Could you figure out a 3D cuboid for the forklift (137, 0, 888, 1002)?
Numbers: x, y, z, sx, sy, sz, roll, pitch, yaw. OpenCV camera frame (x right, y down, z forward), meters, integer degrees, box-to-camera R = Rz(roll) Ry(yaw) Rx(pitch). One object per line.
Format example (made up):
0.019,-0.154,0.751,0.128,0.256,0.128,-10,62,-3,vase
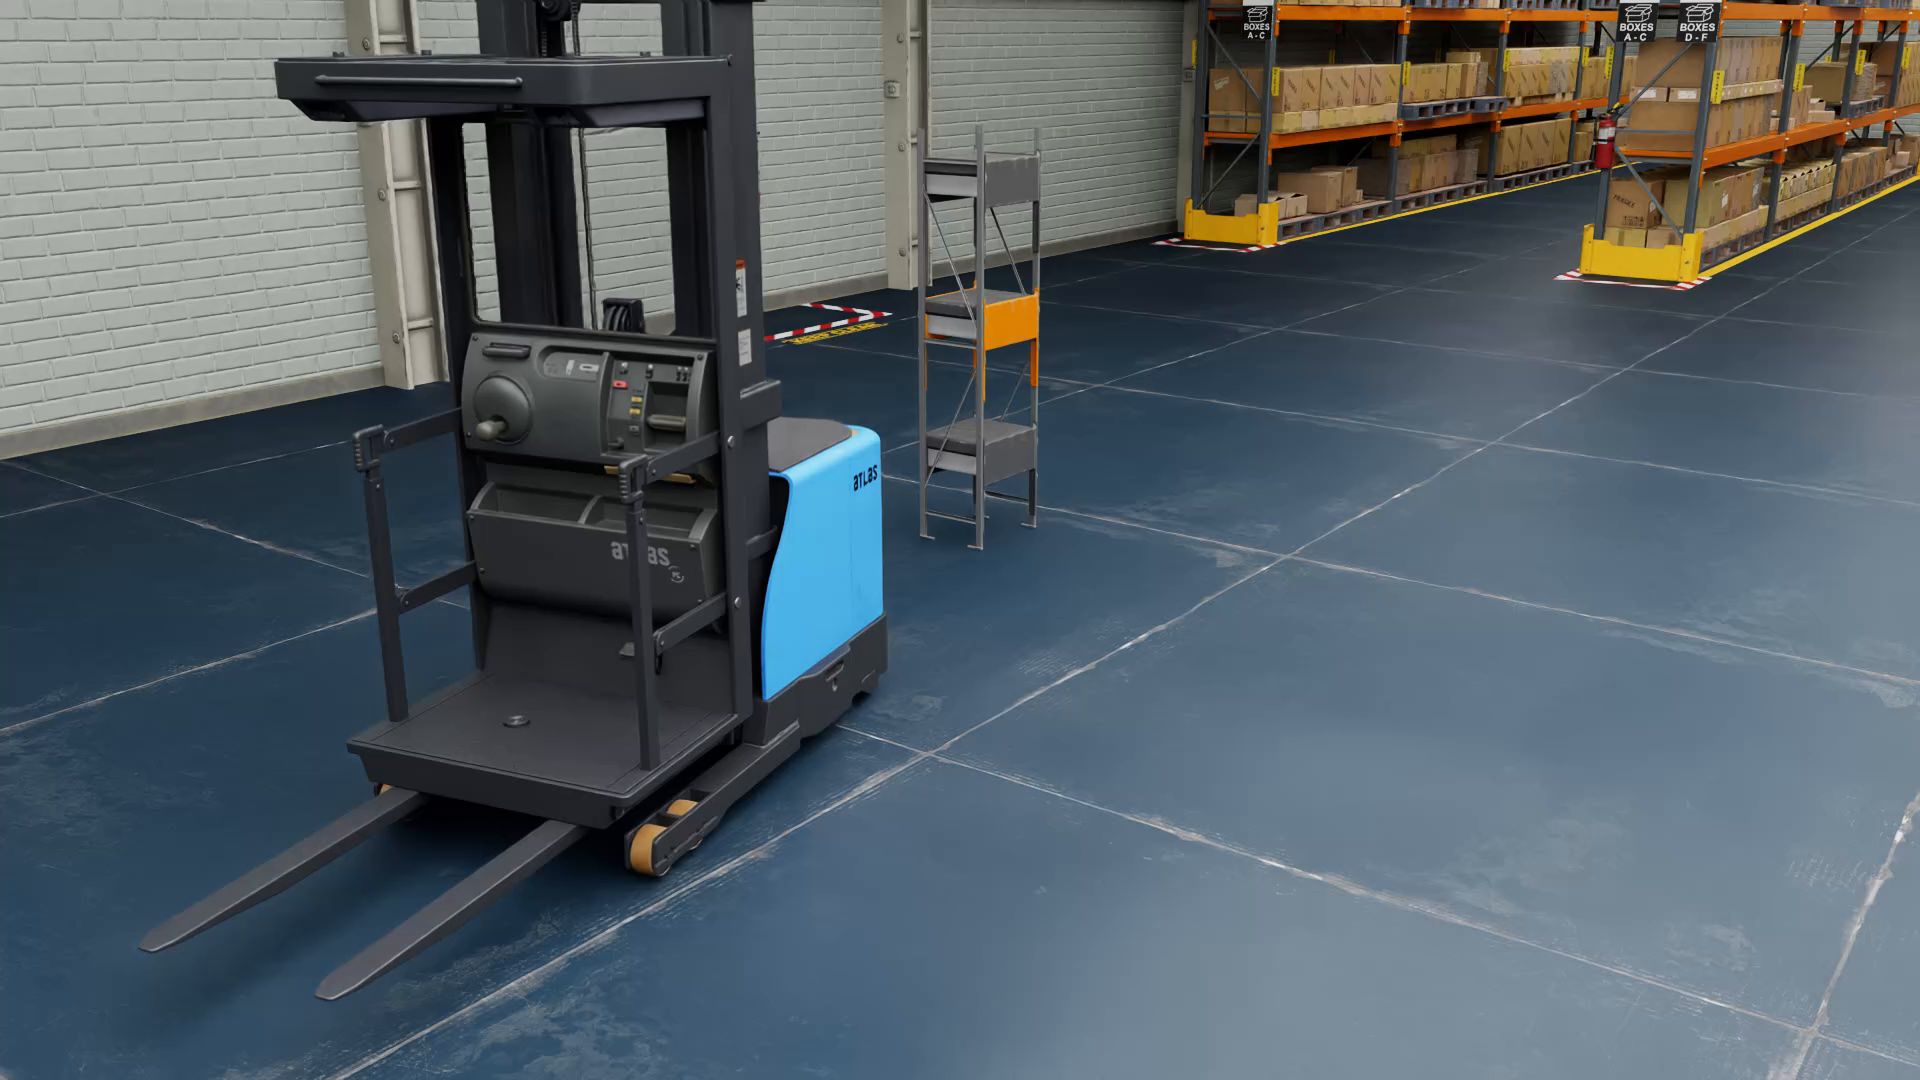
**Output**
-1.328,-0.470,5.314,1.130,2.935,3.031,7,19,21,forklift

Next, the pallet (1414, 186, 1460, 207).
6.901,-5.258,25.318,1.003,0.211,1.213,12,21,35,pallet

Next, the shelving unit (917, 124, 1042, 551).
0.099,-1.042,8.559,0.431,2.100,0.503,12,21,35,shelving unit

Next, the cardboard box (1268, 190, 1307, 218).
4.153,-4.370,21.550,0.500,0.311,0.500,15,22,39,cardboard box

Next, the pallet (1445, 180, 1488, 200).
7.629,-5.547,26.250,1.003,0.211,1.213,12,21,35,pallet

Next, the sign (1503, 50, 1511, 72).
8.537,-7.486,25.974,0.100,0.325,0.005,12,21,35,sign

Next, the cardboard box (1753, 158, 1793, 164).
11.528,-5.272,23.647,0.500,0.311,0.500,13,22,37,cardboard box

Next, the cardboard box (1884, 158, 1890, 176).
14.883,-6.131,27.219,0.500,0.311,0.500,12,21,35,cardboard box

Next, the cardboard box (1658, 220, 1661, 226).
7.680,-3.473,18.799,0.500,0.250,0.500,12,21,35,cardboard box

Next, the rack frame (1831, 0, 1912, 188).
14.460,-7.143,26.687,1.000,3.000,0.127,12,21,35,rack frame

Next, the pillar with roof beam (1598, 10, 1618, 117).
17.234,-11.870,31.795,9.100,9.000,0.400,12,21,35,pillar with roof beam

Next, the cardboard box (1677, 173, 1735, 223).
8.392,-3.859,18.778,0.500,0.500,0.500,12,21,35,cardboard box

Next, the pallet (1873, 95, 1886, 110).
13.896,-6.880,26.165,1.003,0.211,1.213,12,21,35,pallet

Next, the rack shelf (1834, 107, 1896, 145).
13.268,-6.323,25.260,1.077,0.370,4.000,12,21,35,rack shelf

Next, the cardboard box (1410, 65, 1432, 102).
6.382,-6.617,24.083,0.700,0.500,0.500,15,23,40,cardboard box

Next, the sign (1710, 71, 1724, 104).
7.752,-4.636,17.023,0.100,0.325,0.005,12,21,35,sign

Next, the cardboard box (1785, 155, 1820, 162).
12.445,-5.471,24.776,0.500,0.500,0.500,13,22,37,cardboard box

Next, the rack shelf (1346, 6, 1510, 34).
6.904,-7.677,24.563,1.077,0.370,4.000,12,21,35,rack shelf

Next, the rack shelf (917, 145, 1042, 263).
0.099,-1.698,8.356,0.431,0.518,0.480,12,21,35,rack shelf

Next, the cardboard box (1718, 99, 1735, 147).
8.207,-4.685,18.602,0.700,0.500,0.500,13,21,35,cardboard box

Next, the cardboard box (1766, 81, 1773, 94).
9.400,-5.371,19.719,0.380,0.149,0.250,12,21,33,cardboard box

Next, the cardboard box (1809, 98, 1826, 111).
11.824,-6.069,23.378,0.500,0.311,0.500,14,22,38,cardboard box

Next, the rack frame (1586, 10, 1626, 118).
12.862,-8.970,32.571,1.000,3.000,0.127,12,21,35,rack frame

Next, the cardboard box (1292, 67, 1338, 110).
4.470,-5.754,21.169,0.500,0.500,0.500,12,21,33,cardboard box

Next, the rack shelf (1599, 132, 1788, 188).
8.501,-4.417,19.124,1.077,0.370,4.000,12,21,35,rack shelf

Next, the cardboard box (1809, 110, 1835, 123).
11.762,-5.807,22.809,0.380,0.149,0.250,12,21,35,cardboard box

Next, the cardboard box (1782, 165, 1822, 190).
11.354,-4.932,22.552,0.500,0.311,0.500,12,21,34,cardboard box

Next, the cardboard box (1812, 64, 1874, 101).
13.059,-6.792,24.682,0.500,0.500,0.700,-15,23,-40,cardboard box

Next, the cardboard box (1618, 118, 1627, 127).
12.595,-8.039,31.987,0.380,0.149,0.250,12,21,34,cardboard box

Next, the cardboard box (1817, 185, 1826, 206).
11.654,-4.786,23.025,0.500,0.250,0.500,12,21,34,cardboard box

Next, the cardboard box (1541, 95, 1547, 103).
9.713,-7.481,28.168,0.380,0.149,0.250,12,21,33,cardboard box

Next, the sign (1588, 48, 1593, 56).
12.420,-9.521,32.751,0.100,0.325,0.005,12,21,35,sign

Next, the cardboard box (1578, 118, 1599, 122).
11.989,-7.987,31.818,0.380,0.149,0.250,13,21,35,cardboard box

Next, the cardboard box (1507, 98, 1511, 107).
8.635,-7.050,26.778,0.380,0.149,0.250,13,21,35,cardboard box

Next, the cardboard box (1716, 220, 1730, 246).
8.401,-3.499,18.882,0.500,0.250,0.500,12,21,35,cardboard box

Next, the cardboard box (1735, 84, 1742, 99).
8.482,-5.005,18.540,0.380,0.149,0.250,12,21,34,cardboard box

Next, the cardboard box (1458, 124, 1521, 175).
8.639,-6.390,27.181,0.750,0.750,0.750,12,21,34,cardboard box

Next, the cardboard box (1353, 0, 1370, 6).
4.999,-7.181,21.549,0.500,0.500,0.500,11,21,33,cardboard box

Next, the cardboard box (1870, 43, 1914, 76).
14.966,-7.731,26.725,0.500,0.500,0.500,13,22,36,cardboard box

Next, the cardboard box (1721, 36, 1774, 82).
9.133,-5.677,19.612,0.700,0.500,0.500,12,21,35,cardboard box

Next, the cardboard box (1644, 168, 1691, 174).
8.273,-4.070,19.456,0.500,0.500,0.500,12,21,35,cardboard box

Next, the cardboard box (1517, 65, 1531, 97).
8.910,-7.457,26.997,0.500,0.500,0.500,13,22,36,cardboard box

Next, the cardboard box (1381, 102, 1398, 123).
5.673,-5.883,22.851,0.500,0.250,0.500,12,21,35,cardboard box

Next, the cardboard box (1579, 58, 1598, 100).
10.815,-8.287,29.865,0.980,0.700,0.700,13,21,36,cardboard box

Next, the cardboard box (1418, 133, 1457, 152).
7.319,-6.134,25.646,0.500,0.250,0.500,13,21,36,cardboard box

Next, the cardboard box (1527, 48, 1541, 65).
9.188,-7.933,27.262,0.500,0.250,0.500,13,21,35,cardboard box

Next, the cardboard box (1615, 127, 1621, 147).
12.227,-7.673,31.902,0.700,0.500,0.500,12,21,35,cardboard box

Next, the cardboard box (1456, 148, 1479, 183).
7.709,-5.900,26.159,0.700,0.500,0.500,13,21,35,cardboard box

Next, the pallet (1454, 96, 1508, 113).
7.757,-6.784,25.856,1.213,0.211,1.003,12,21,35,pallet

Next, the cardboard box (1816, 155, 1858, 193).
12.884,-5.390,24.516,0.500,0.500,0.500,12,21,33,cardboard box

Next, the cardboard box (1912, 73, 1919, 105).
15.886,-7.626,28.076,0.500,0.500,0.500,12,21,34,cardboard box

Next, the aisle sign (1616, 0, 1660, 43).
7.035,-5.562,17.215,0.394,0.787,0.004,12,21,35,aisle sign

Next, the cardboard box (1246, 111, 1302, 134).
3.875,-5.157,20.512,0.500,0.250,0.500,12,21,33,cardboard box

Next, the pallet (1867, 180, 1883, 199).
14.005,-5.611,26.455,1.003,0.211,1.213,12,21,35,pallet

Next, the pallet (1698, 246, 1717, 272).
7.732,-3.143,18.507,1.003,0.211,1.213,12,21,35,pallet

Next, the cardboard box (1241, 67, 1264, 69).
3.747,-5.723,21.070,0.500,0.500,0.500,13,21,35,cardboard box
